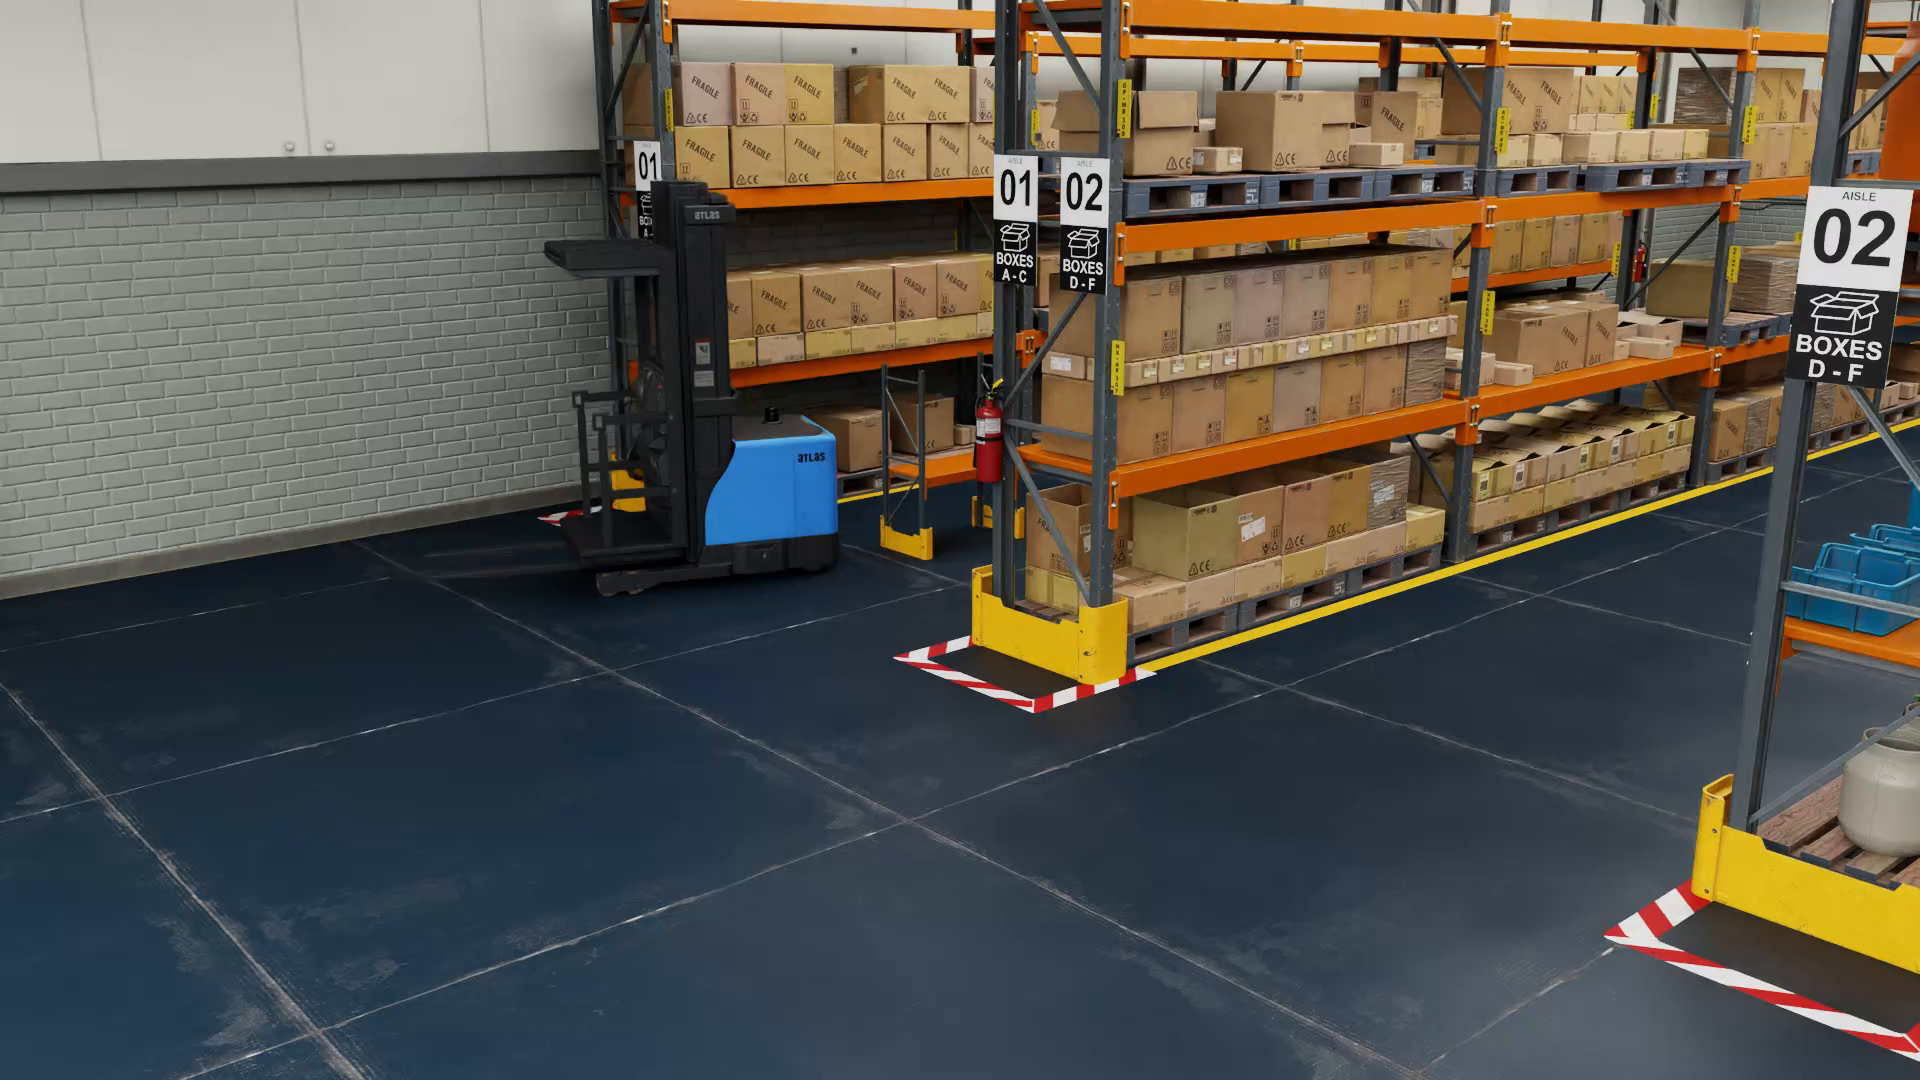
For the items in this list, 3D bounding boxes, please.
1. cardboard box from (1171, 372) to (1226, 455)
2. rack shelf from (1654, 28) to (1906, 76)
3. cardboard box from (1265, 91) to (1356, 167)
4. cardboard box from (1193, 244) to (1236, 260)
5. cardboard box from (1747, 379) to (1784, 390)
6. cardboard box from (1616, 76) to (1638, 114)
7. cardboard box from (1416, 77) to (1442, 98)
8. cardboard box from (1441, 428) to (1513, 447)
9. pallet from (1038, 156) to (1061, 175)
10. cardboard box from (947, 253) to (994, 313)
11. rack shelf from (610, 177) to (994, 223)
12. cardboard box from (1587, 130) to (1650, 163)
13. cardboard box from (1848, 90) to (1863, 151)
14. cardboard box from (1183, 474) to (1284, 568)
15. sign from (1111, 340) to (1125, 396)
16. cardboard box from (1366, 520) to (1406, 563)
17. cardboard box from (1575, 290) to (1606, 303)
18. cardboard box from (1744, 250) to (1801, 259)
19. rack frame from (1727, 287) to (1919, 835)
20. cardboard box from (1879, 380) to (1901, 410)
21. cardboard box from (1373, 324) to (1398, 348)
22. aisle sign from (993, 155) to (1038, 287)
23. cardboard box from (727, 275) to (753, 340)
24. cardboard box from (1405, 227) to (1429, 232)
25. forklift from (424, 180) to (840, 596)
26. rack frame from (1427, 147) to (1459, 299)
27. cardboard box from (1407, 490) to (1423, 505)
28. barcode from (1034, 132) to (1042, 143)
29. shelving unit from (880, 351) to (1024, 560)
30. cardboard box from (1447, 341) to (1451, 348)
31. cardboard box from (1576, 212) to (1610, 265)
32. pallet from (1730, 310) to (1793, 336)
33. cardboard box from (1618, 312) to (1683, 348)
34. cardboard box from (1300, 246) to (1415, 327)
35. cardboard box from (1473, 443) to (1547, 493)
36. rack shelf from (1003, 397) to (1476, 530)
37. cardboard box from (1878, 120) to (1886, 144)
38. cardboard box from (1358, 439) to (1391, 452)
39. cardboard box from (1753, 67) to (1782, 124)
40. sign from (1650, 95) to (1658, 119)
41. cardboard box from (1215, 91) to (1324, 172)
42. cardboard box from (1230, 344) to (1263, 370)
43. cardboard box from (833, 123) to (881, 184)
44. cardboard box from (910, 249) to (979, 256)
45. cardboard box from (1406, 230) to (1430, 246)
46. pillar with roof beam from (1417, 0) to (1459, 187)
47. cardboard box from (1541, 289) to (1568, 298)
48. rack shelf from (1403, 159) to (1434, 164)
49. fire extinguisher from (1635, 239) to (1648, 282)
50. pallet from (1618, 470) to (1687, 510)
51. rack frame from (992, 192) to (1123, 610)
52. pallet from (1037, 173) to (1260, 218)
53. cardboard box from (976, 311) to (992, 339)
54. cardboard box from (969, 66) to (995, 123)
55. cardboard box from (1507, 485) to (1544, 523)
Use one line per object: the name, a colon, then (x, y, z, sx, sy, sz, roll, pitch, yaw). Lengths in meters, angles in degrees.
cardboard box: (1.339, -0.899, 11.110, 0.500, 0.500, 0.700, -12, 19, -38)
rack shelf: (8.129, -4.736, 16.212, 4.000, 0.370, 1.077, -13, 19, -39)
cardboard box: (2.278, -2.877, 11.611, 0.637, 0.503, 0.797, -10, 18, -33)
cardboard box: (2.614, -3.083, 18.432, 0.700, 0.500, 0.500, 14, 20, 42)
cardboard box: (8.315, -1.329, 16.904, 0.500, 0.500, 0.500, -14, 20, -41)
cardboard box: (9.028, -6.172, 23.060, 0.500, 0.500, 0.500, -13, 20, -40)
cardboard box: (5.633, -5.630, 20.702, 0.500, 0.250, 0.500, -11, 18, -35)
cardboard box: (4.487, -0.805, 14.380, 0.500, 0.311, 0.500, -13, 20, -40)
pallet: (0.884, -3.768, 16.595, 1.003, 0.211, 1.213, -13, 19, -39)
cardboard box: (0.195, -2.485, 16.039, 0.500, 0.500, 0.500, -13, 20, -39)
rack shelf: (-1.160, -3.088, 15.082, 4.000, 0.370, 1.077, -13, 19, -39)
cardboard box: (5.493, -3.344, 14.122, 0.500, 0.250, 0.500, -13, 20, -40)
cardboard box: (8.720, -4.277, 16.936, 0.600, 0.600, 0.600, -13, 20, -40)
cardboard box: (1.881, -0.141, 11.526, 0.500, 0.500, 0.500, -13, 19, -39)
sign: (0.945, -1.032, 9.969, 0.005, 0.325, 0.100, -13, 19, -39)
cardboard box: (3.013, -0.032, 12.574, 0.500, 0.250, 0.500, -13, 19, -39)
cardboard box: (8.961, -3.472, 23.708, 0.250, 0.149, 0.380, -13, 20, -40)
cardboard box: (8.346, -2.657, 16.877, 0.700, 0.500, 0.500, 10, 18, 33)
rack frame: (3.834, 0.281, 6.887, 0.127, 3.000, 1.000, -13, 19, -39)
cardboard box: (10.097, -1.660, 18.509, 0.500, 0.311, 0.500, -13, 19, -39)
cardboard box: (2.957, -1.505, 12.120, 0.250, 0.149, 0.380, -13, 20, -39)
aisle sign: (0.343, -1.986, 10.336, 0.004, 0.787, 0.394, -13, 19, -39)
cardboard box: (-2.112, -1.970, 14.111, 0.500, 0.500, 0.500, -13, 19, -39)
cardboard box: (5.422, -3.945, 20.444, 0.500, 0.250, 0.500, -12, 19, -38)
forklift: (-2.498, -1.155, 12.396, 3.031, 2.935, 1.130, -6, 16, -20)
rack frame: (6.383, -3.681, 21.718, 0.127, 3.000, 1.000, -13, 19, -39)
cardboard box: (3.725, -0.363, 13.811, 0.500, 0.250, 0.500, -13, 20, -40)
barcode: (0.496, -2.559, 10.580, 0.075, 0.075, 0.001, -13, 19, -39)
shelving unit: (-0.058, -0.712, 13.508, 1.083, 1.500, 0.587, -13, 19, -39)
cardboard box: (4.146, -1.482, 13.745, 0.258, 0.266, 0.396, -13, 20, -41)
cardboard box: (8.481, -4.290, 23.416, 0.700, 0.700, 0.980, -13, 20, -40)
pallet: (8.084, -2.277, 16.834, 1.213, 0.211, 1.003, -13, 19, -39)
cardboard box: (6.317, -1.943, 15.386, 0.500, 0.311, 0.500, -11, 19, -36)
cardboard box: (2.892, -1.875, 12.248, 0.500, 0.500, 0.700, -13, 20, -39)
cardboard box: (4.459, -0.613, 13.659, 0.500, 0.311, 0.500, -13, 20, -40)
rack shelf: (2.094, -0.676, 11.861, 4.000, 0.370, 1.077, -13, 19, -39)
cardboard box: (10.168, -4.369, 17.805, 0.500, 0.250, 0.500, -13, 19, -39)
cardboard box: (3.048, -0.581, 13.174, 0.500, 0.500, 0.500, -13, 19, -39)
cardboard box: (7.338, -4.179, 15.639, 0.500, 0.500, 0.500, -13, 19, -39)
sign: (9.747, -6.089, 23.359, 0.005, 0.325, 0.100, -13, 19, -39)
cardboard box: (2.018, -2.680, 10.881, 0.500, 0.500, 0.500, -13, 19, -39)
cardboard box: (1.801, -1.246, 11.151, 0.250, 0.149, 0.380, -14, 20, -41)
cardboard box: (-1.045, -3.431, 14.737, 0.500, 0.500, 0.500, -11, 19, -36)
cardboard box: (-0.143, -2.586, 16.418, 0.500, 0.500, 0.500, -13, 20, -41)
cardboard box: (5.438, -3.584, 20.544, 0.500, 0.500, 0.500, -13, 19, -39)
pillar with roof beam: (9.170, -6.028, 18.880, 0.400, 9.000, 9.100, -13, 19, -39)
cardboard box: (8.520, -3.503, 23.826, 0.250, 0.149, 0.380, -13, 19, -39)
rack shelf: (1.916, -3.161, 17.833, 11.843, 1.649, 1.077, -13, 19, -39)
fire extinguisher: (9.818, -4.077, 24.072, 0.183, 0.674, 0.296, -13, 19, -39)
pallet: (5.974, -0.560, 15.439, 1.213, 0.211, 1.003, -13, 19, -39)
rack frame: (0.585, -0.684, 10.499, 0.127, 3.000, 1.000, -13, 19, -39)
pallet: (1.136, -2.206, 10.553, 1.213, 0.211, 1.003, -13, 19, -39)
cardboard box: (0.190, -2.124, 16.140, 0.500, 0.250, 0.500, -13, 19, -39)
cardboard box: (0.148, -4.178, 15.597, 0.500, 0.500, 0.500, 14, 20, 42)
cardboard box: (4.456, -0.343, 13.735, 0.500, 0.250, 0.500, -12, 19, -38)
